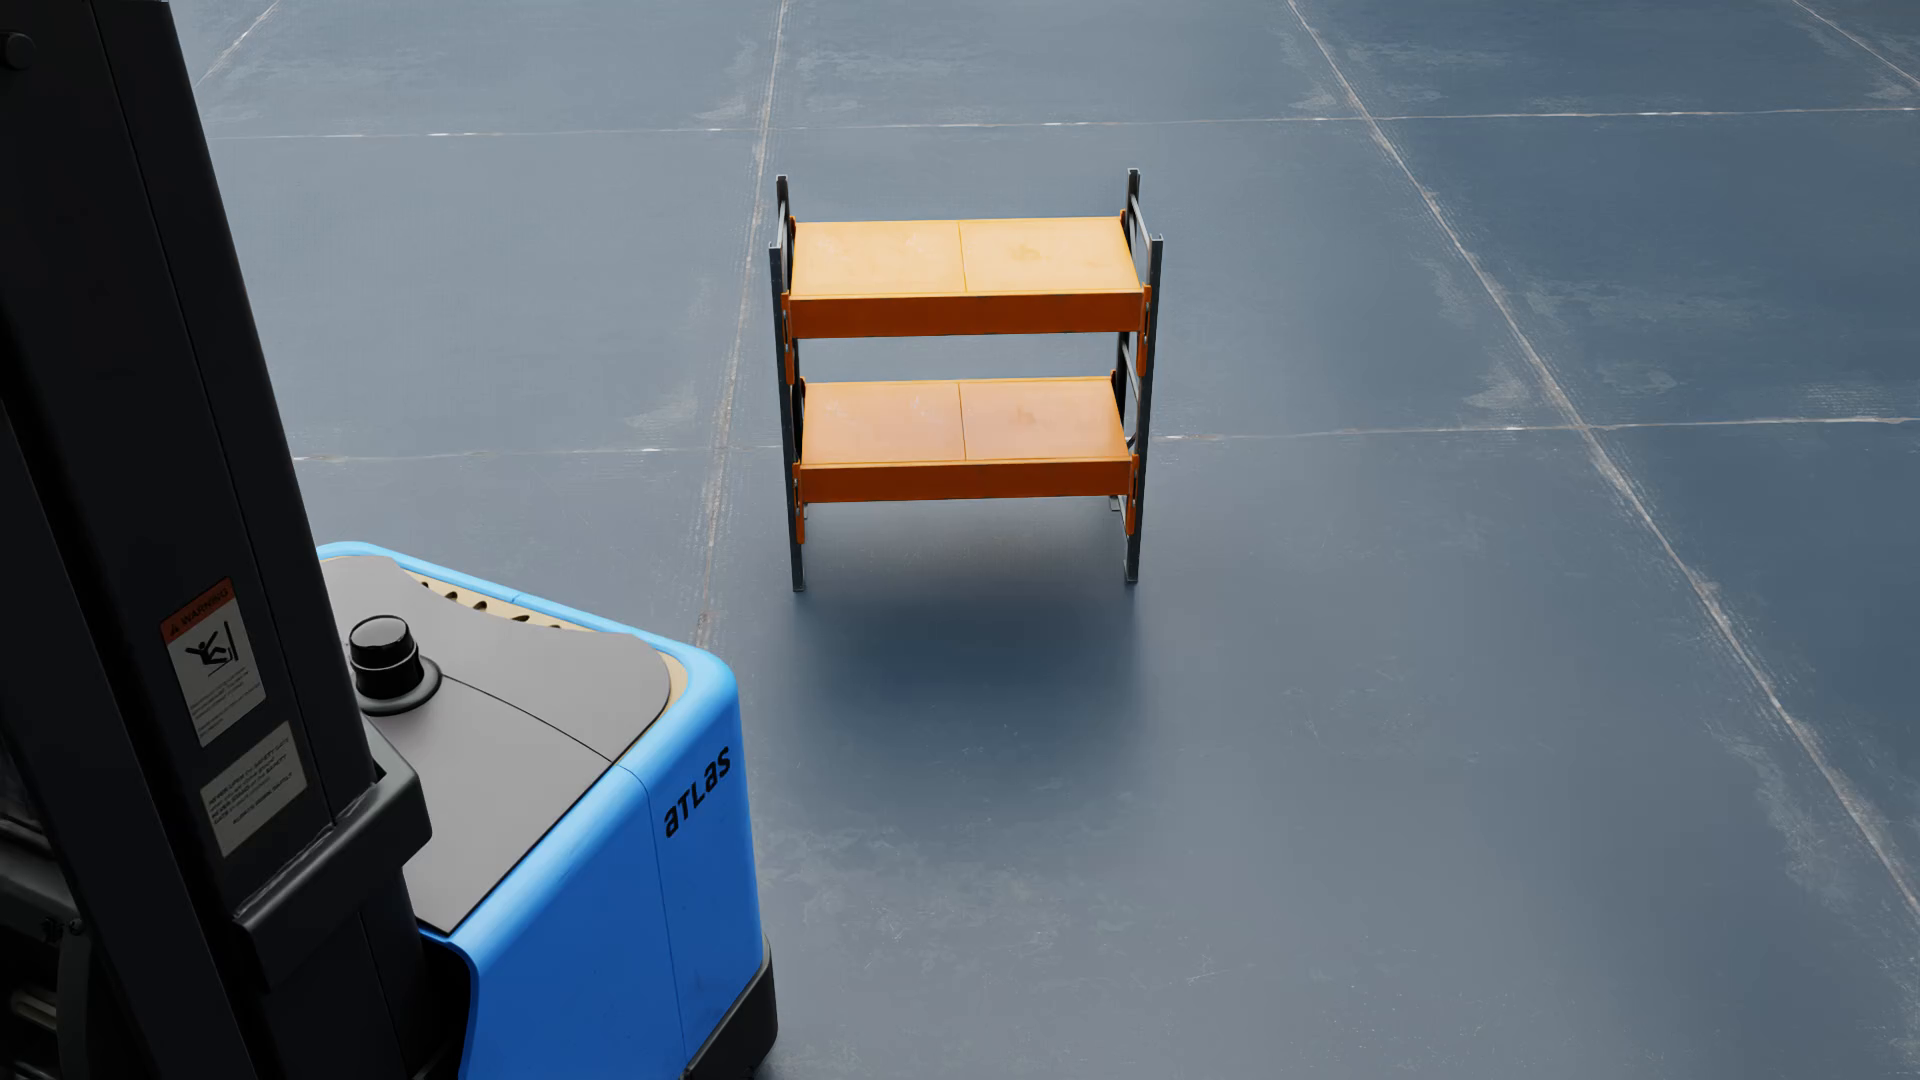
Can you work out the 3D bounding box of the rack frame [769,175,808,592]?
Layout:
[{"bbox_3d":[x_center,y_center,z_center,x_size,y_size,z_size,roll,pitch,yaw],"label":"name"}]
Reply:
[{"bbox_3d":[-0.501,-0.449,4.910,0.032,1.125,0.500,-2,35,-2],"label":"rack frame"}]

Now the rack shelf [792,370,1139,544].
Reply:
[{"bbox_3d":[0.007,-0.262,5.069,1.000,0.278,0.538,-2,35,-2],"label":"rack shelf"}]

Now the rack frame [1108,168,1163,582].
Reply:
[{"bbox_3d":[0.515,-0.476,4.950,0.032,1.125,0.500,-2,35,-2],"label":"rack frame"}]

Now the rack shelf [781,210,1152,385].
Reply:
[{"bbox_3d":[0.007,-0.703,4.764,1.000,0.278,0.538,-2,35,-2],"label":"rack shelf"}]

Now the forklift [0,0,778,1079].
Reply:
[{"bbox_3d":[-1.486,0.533,1.904,1.130,2.935,3.031,15,38,21],"label":"forklift"}]

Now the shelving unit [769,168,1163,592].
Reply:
[{"bbox_3d":[0.007,-0.463,4.930,1.048,1.125,0.538,-2,35,-2],"label":"shelving unit"}]
